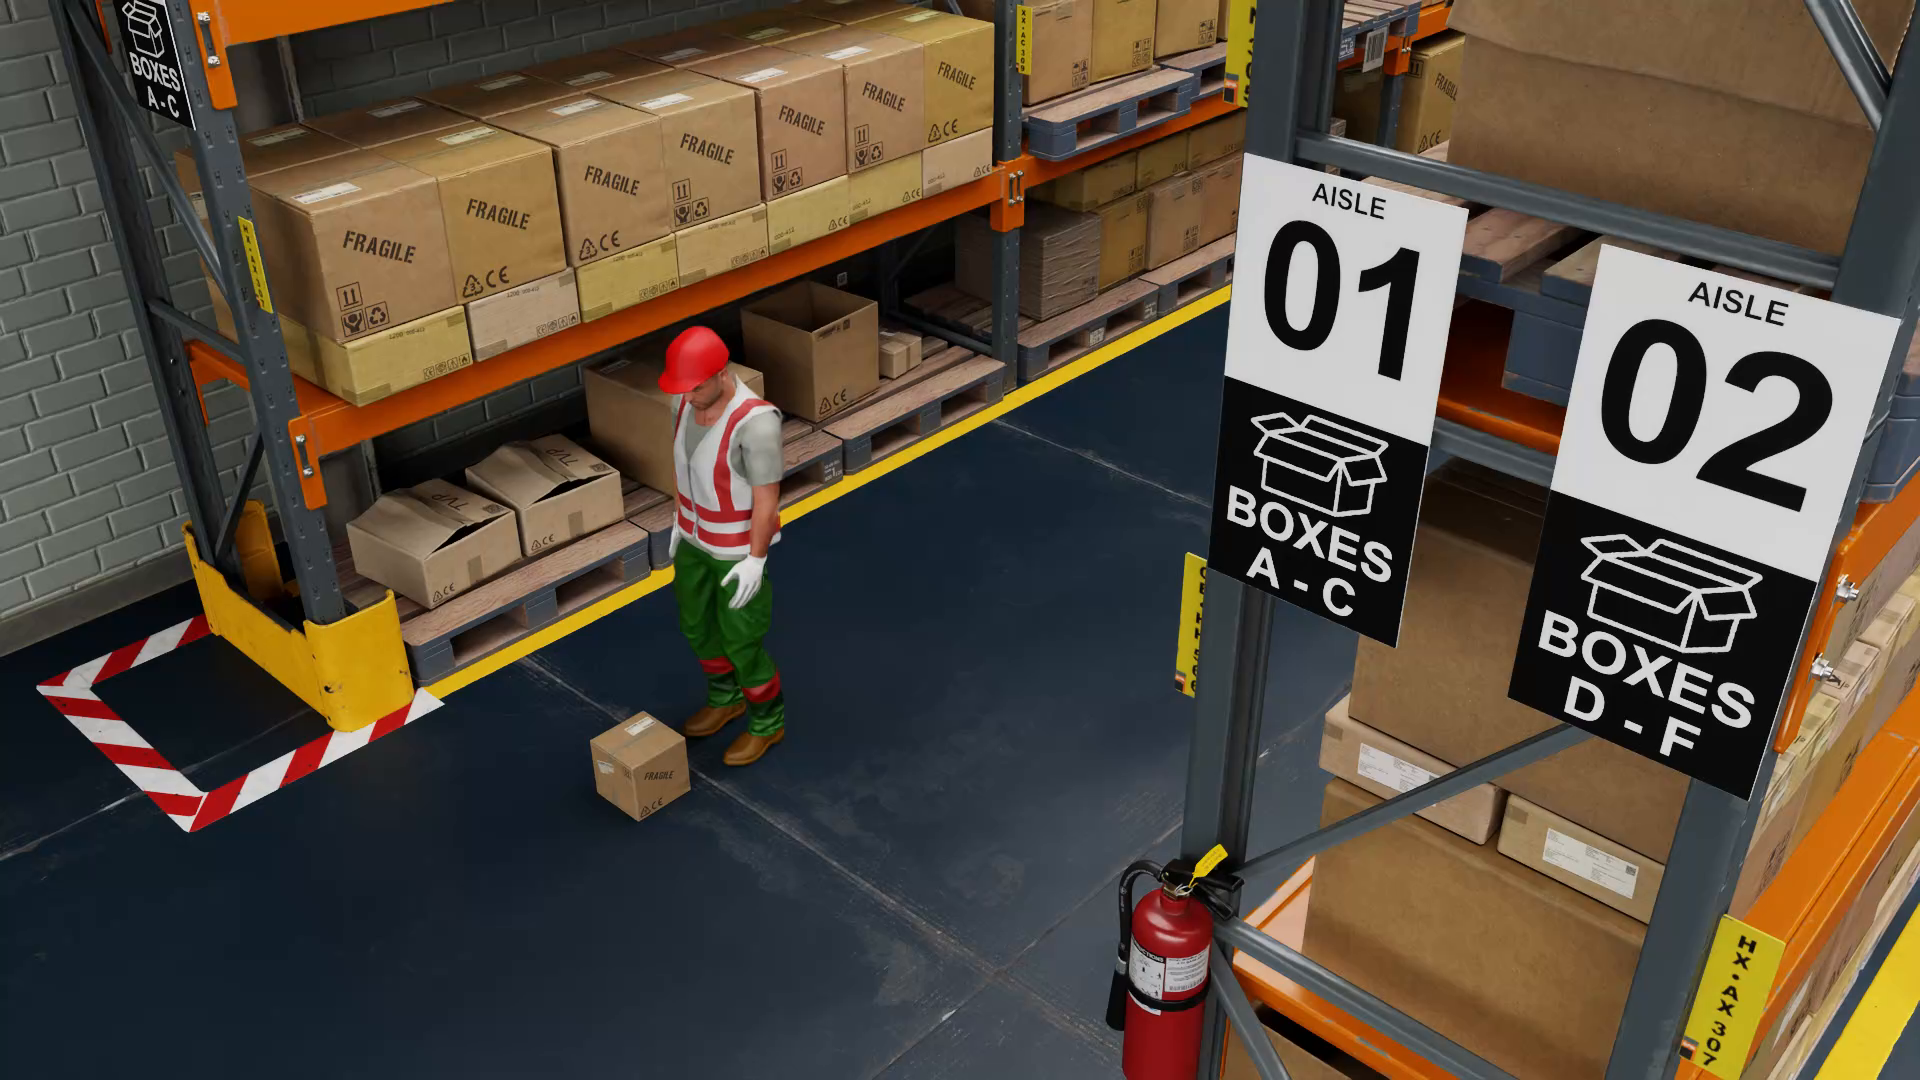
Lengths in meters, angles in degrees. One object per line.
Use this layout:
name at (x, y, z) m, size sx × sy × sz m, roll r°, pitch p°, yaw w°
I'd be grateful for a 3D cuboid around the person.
person at (-0.866, 0.024, 6.097) m, size 0.534 × 1.764 × 0.400 m, roll 26°, pitch 40°, yaw 36°
